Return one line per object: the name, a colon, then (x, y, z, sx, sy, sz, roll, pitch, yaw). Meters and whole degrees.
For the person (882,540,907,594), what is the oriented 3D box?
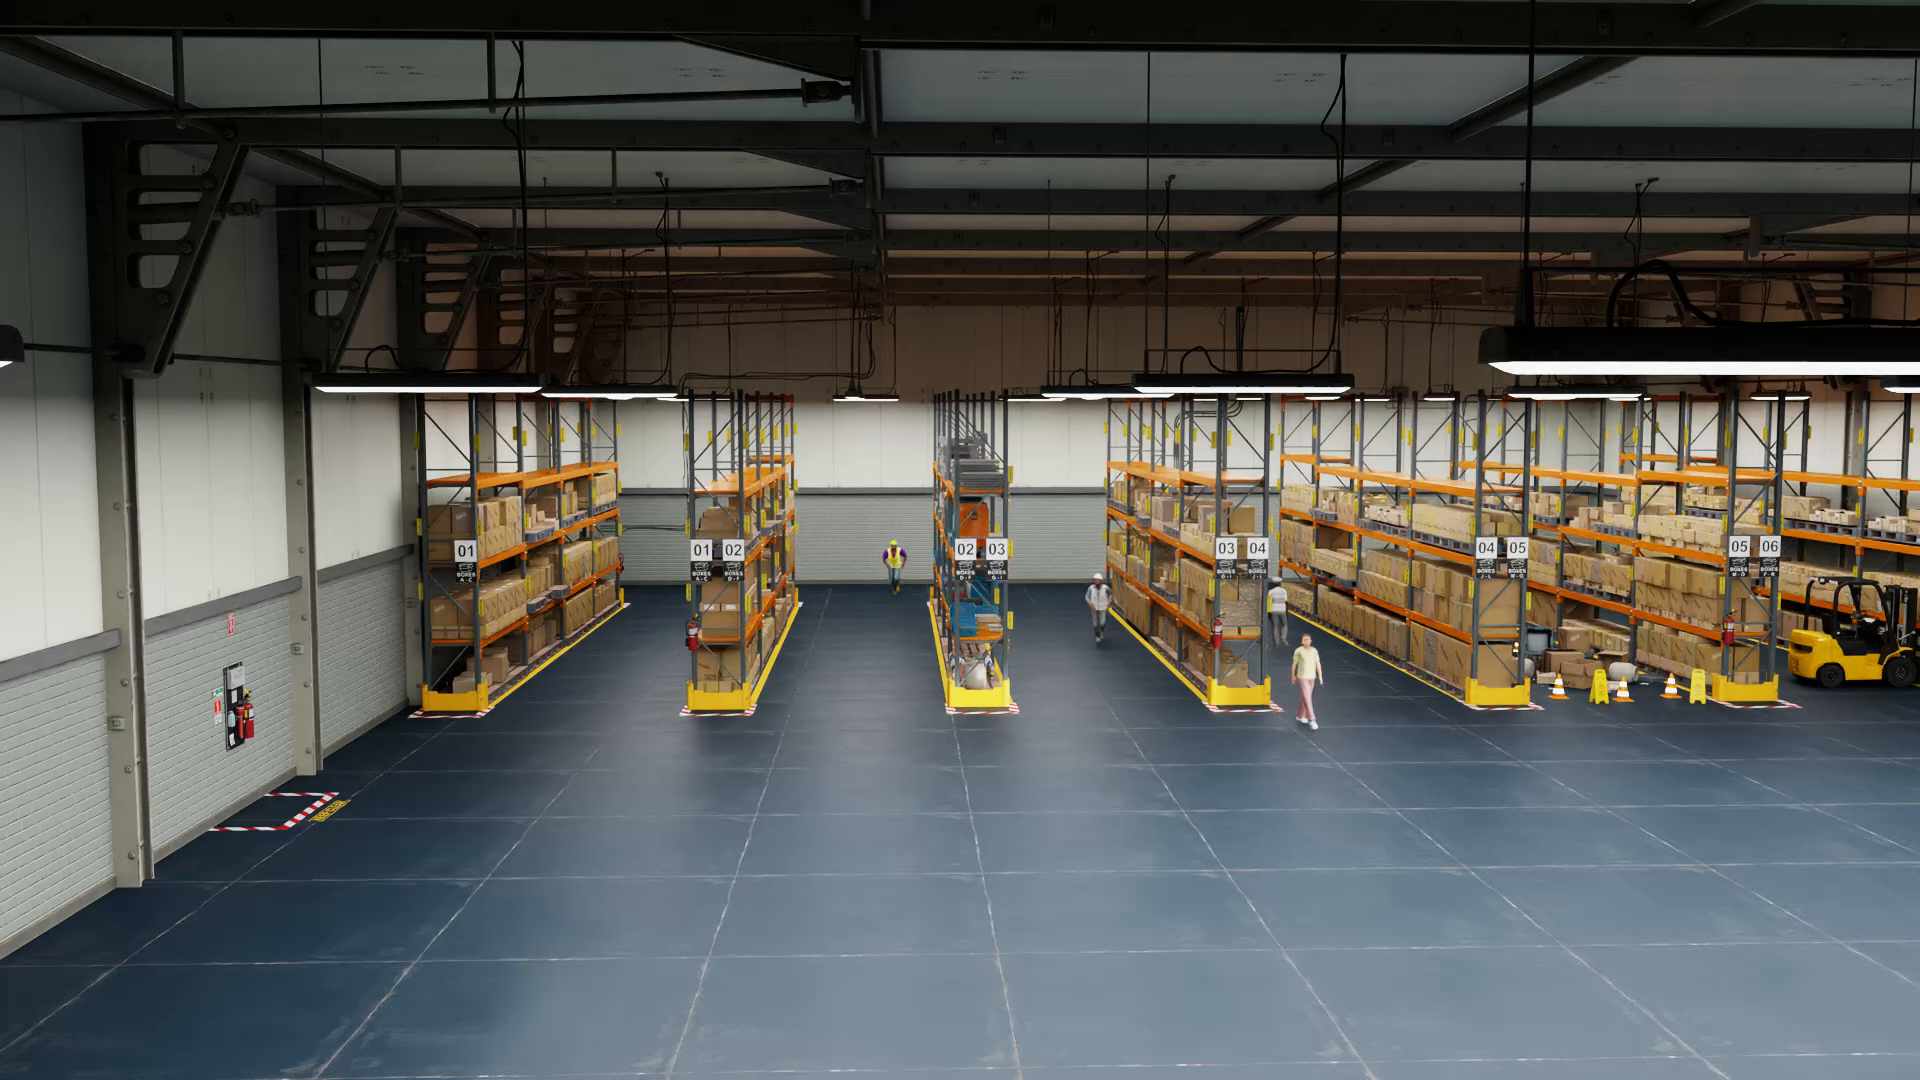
person: (-1.960, 0.823, 49.915, 0.721, 1.664, 0.705, 1, 5, 7)

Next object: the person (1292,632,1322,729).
person: (6.212, 2.526, 29.572, 0.475, 1.536, 0.843, -1, 5, -17)

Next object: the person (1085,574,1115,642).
person: (3.359, 1.628, 39.908, 0.701, 1.686, 0.717, 1, 5, 7)

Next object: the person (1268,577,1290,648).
person: (7.466, 1.714, 38.954, 0.498, 1.675, 0.471, 0, 5, 1)
